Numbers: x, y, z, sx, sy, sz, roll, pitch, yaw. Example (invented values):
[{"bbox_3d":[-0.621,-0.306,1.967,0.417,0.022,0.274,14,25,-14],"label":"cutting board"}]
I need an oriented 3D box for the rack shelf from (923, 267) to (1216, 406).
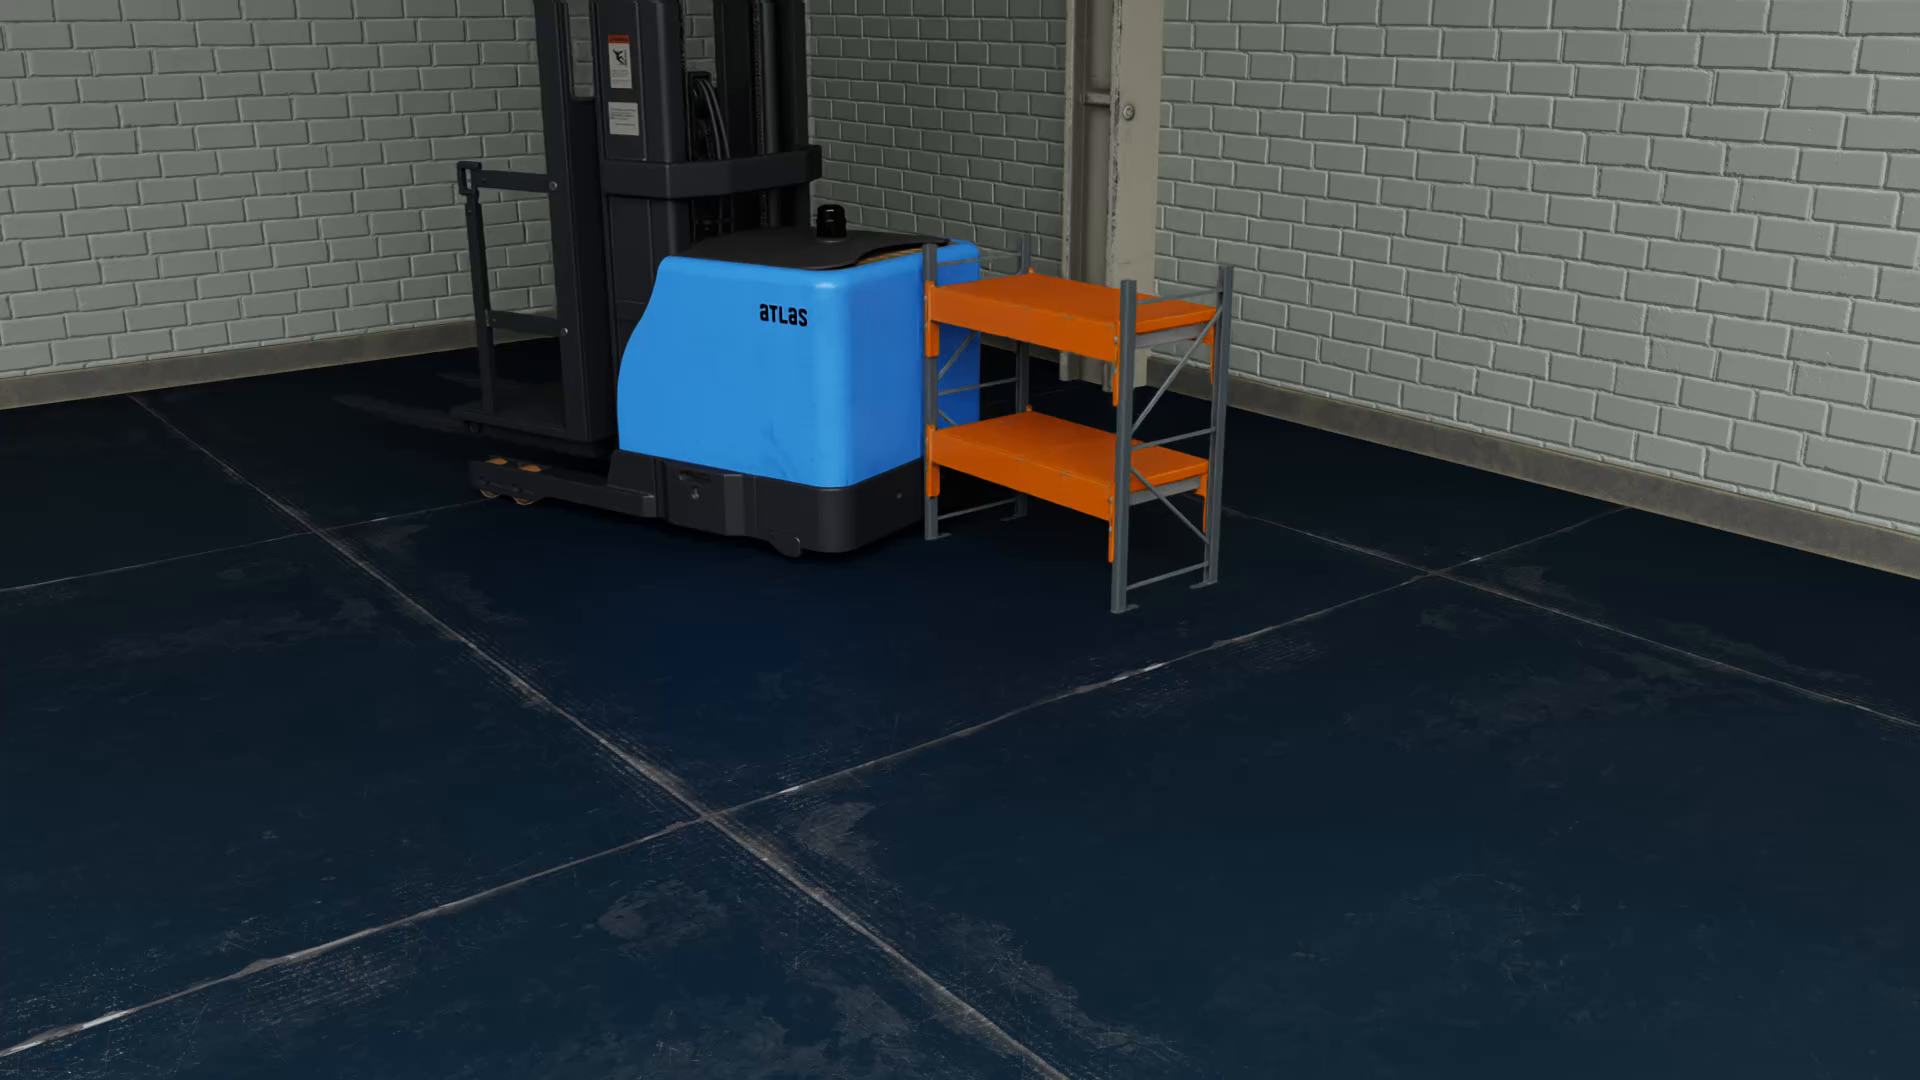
[{"bbox_3d":[0.389,-0.737,5.867,0.538,0.278,1.000,-14,23,-37],"label":"rack shelf"}]

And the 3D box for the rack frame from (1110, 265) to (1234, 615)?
[{"bbox_3d":[0.712,-0.335,5.586,0.500,1.125,0.032,-14,23,-37],"label":"rack frame"}]

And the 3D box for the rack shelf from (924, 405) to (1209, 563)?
[{"bbox_3d":[0.389,-0.227,6.036,0.538,0.278,1.000,-14,23,-37],"label":"rack shelf"}]

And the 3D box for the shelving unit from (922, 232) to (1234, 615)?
[{"bbox_3d":[0.389,-0.459,5.959,0.538,1.125,1.048,-14,23,-37],"label":"shelving unit"}]

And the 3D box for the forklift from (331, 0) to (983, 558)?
[{"bbox_3d":[-1.423,-1.658,6.706,3.031,2.935,1.130,11,21,31],"label":"forklift"}]

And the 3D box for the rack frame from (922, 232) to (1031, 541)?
[{"bbox_3d":[0.066,-0.582,6.332,0.500,1.125,0.032,-14,23,-37],"label":"rack frame"}]

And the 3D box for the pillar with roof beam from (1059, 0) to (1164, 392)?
[{"bbox_3d":[-2.600,-4.281,4.977,9.100,9.000,0.400,-14,23,-36],"label":"pillar with roof beam"}]
